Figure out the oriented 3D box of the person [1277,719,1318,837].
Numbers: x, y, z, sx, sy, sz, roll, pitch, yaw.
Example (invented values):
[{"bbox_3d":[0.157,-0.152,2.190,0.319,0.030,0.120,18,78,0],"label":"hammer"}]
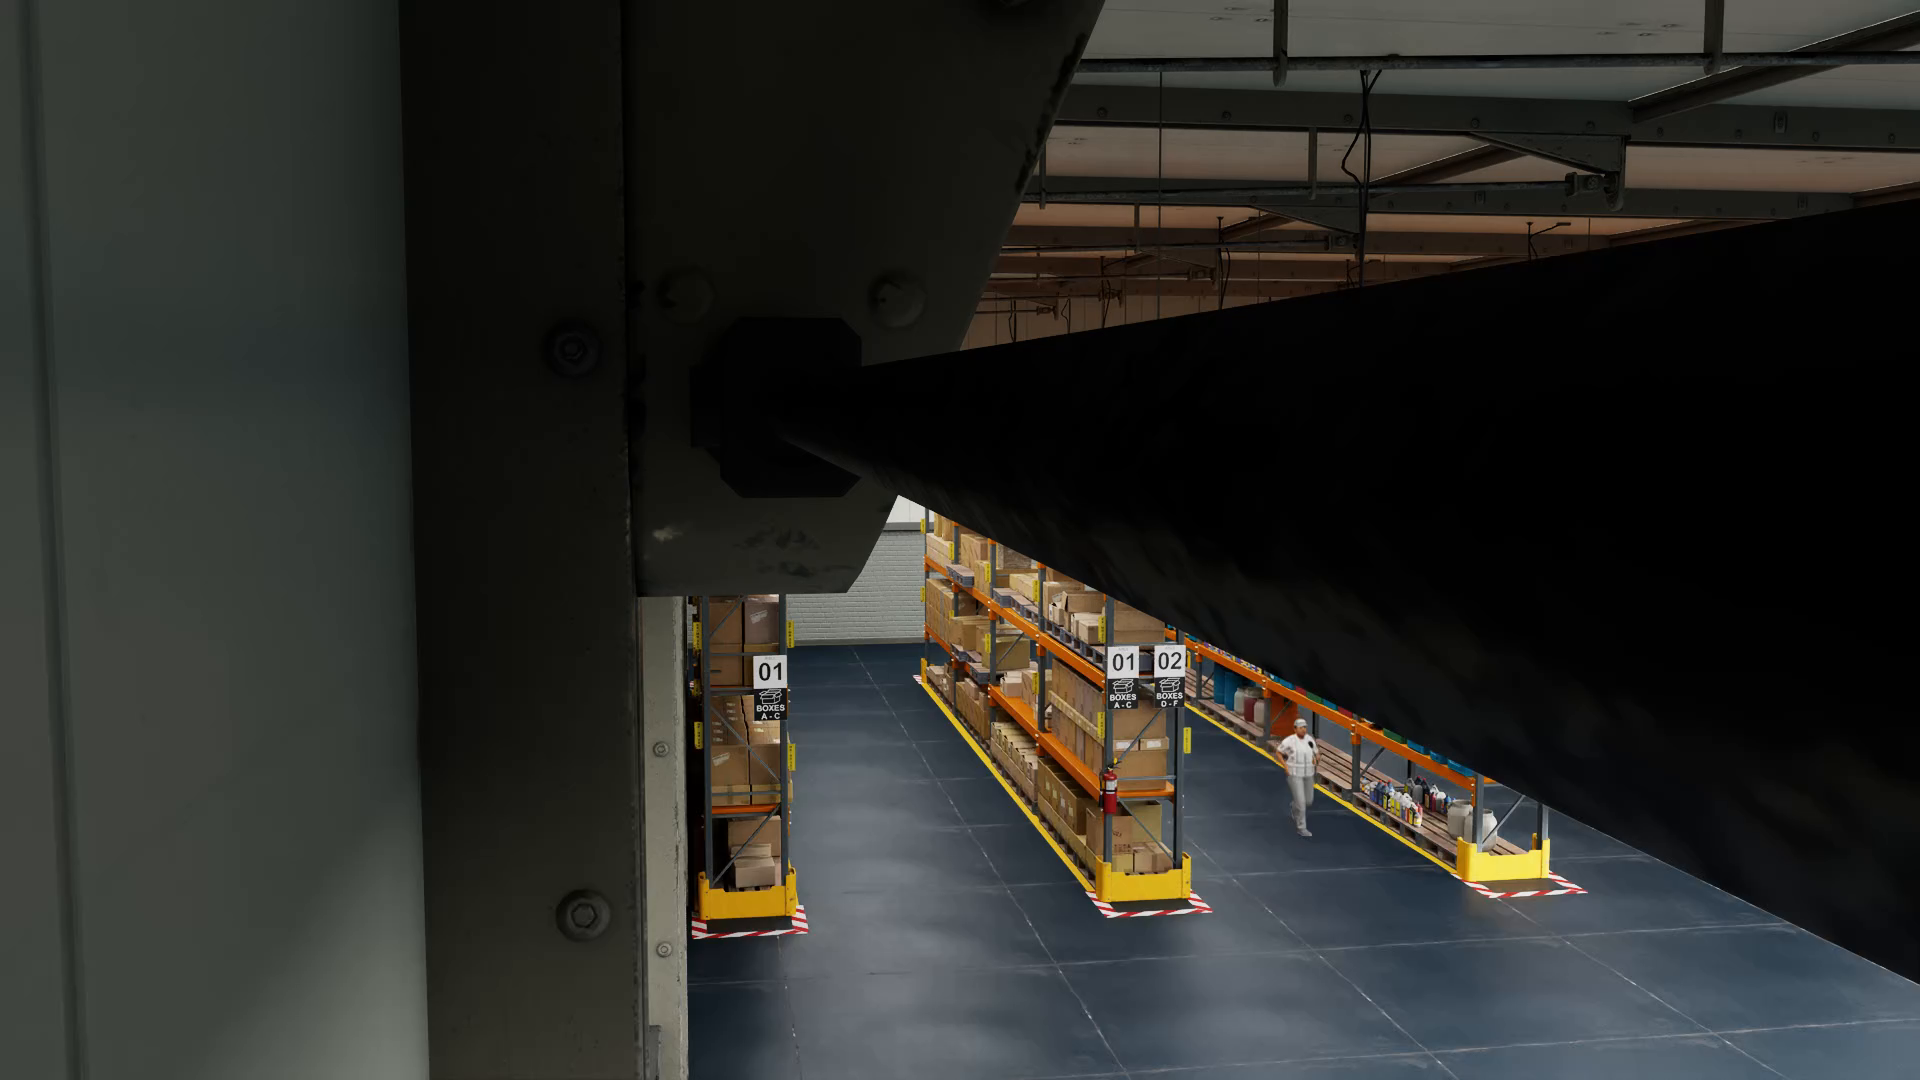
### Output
[{"bbox_3d":[4.904,3.394,24.034,0.585,1.637,0.862,-1,5,-16],"label":"person"}]
